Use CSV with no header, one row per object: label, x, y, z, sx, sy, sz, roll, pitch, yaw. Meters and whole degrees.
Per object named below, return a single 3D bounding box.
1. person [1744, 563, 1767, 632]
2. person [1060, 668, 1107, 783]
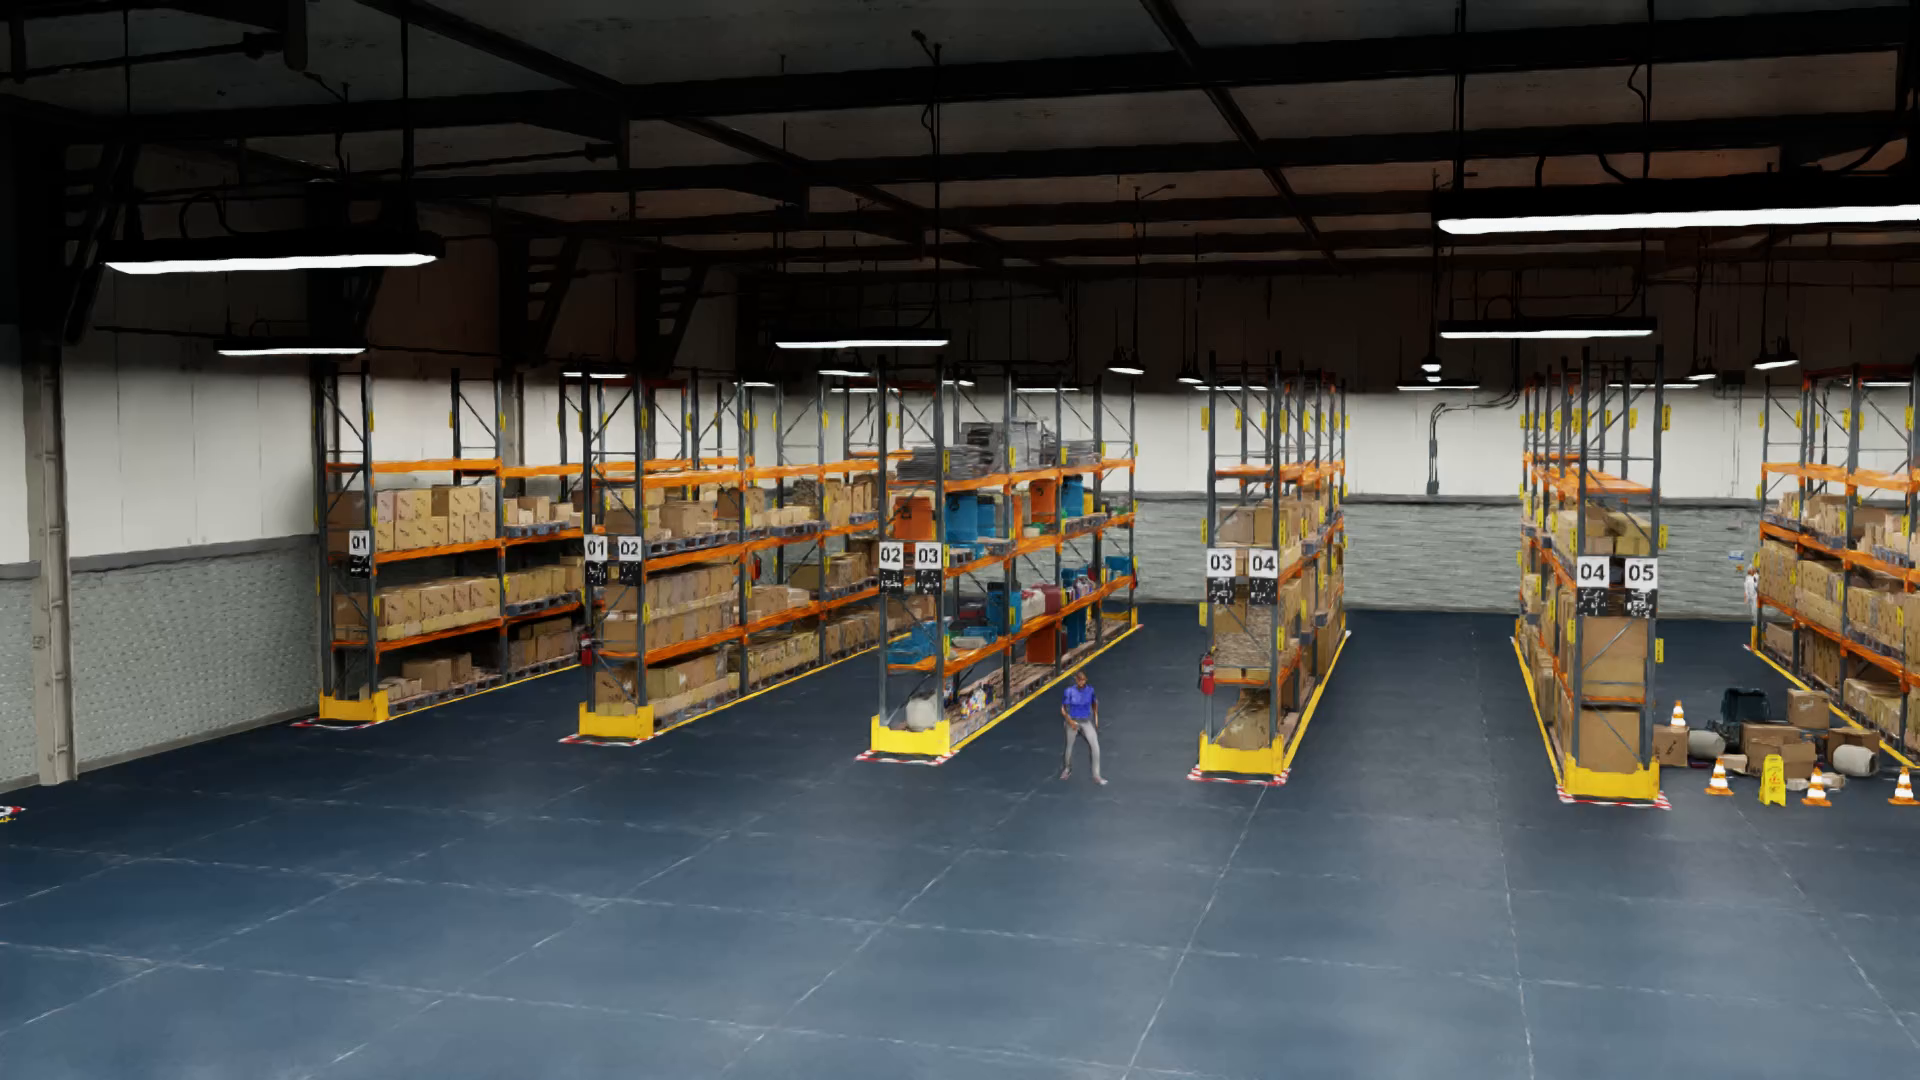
person,18.721,1.378,39.089,0.474,1.651,0.609,-1,4,-15
person,1.681,2.553,23.060,0.622,1.596,0.782,0,4,-4
